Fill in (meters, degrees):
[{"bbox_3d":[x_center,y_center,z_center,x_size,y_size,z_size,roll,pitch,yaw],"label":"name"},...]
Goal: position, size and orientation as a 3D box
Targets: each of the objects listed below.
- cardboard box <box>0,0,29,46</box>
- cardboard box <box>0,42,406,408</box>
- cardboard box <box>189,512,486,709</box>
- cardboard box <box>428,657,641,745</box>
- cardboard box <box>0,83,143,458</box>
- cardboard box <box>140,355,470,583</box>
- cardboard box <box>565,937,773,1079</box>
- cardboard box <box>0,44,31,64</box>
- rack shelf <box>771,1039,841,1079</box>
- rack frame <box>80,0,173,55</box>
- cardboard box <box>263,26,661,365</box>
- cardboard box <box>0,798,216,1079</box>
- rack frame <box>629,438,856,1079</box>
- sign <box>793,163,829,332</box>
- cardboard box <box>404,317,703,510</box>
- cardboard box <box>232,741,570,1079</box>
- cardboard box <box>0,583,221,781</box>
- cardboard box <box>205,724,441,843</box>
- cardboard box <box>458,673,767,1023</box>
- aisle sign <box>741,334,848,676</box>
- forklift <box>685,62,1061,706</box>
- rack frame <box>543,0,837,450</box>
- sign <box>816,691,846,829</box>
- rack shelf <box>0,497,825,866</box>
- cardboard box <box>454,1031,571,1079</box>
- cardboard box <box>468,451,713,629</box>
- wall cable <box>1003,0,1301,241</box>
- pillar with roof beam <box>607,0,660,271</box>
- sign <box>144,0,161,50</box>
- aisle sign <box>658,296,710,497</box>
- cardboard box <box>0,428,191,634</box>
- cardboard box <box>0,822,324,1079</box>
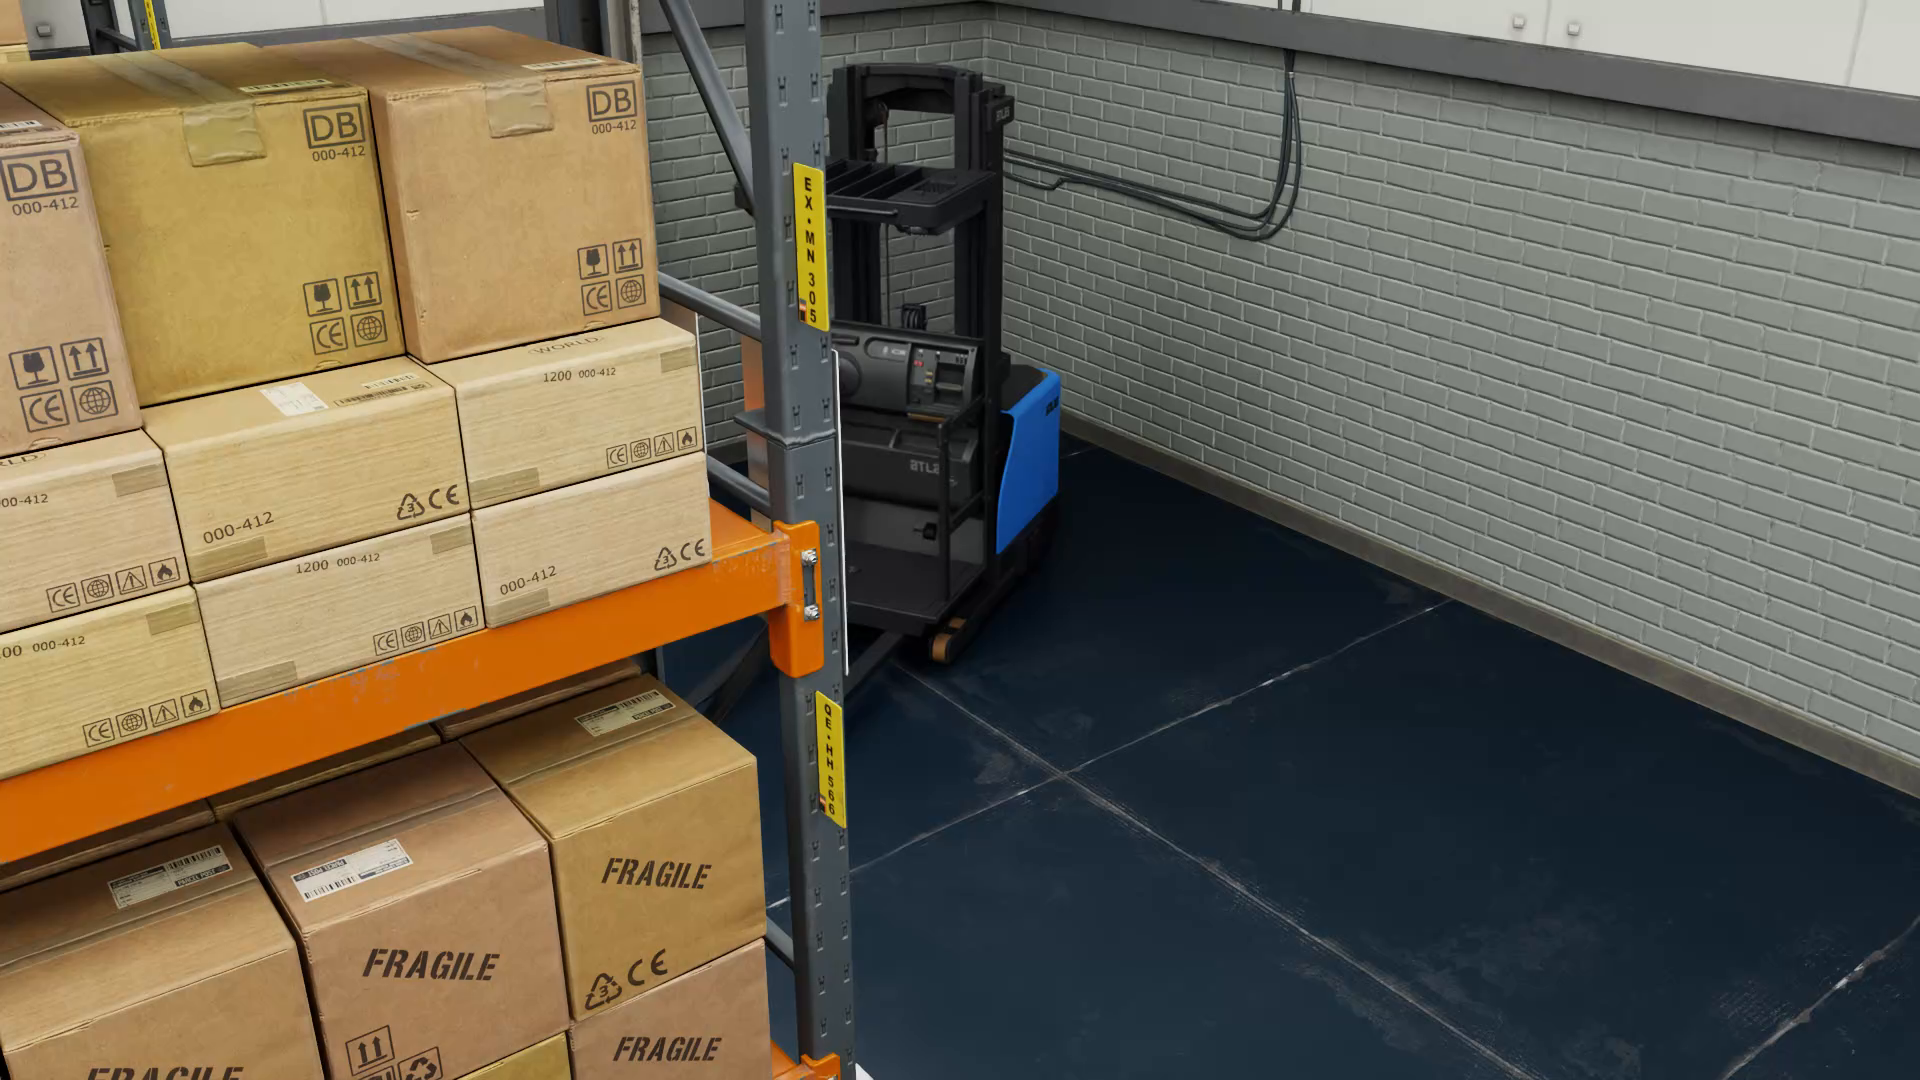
[{"bbox_3d":[-4.092,-2.240,6.619,0.500,0.500,0.500,-18,31,-34],"label":"cardboard box"},{"bbox_3d":[-1.465,-0.630,3.175,0.500,0.500,0.700,-18,31,-34],"label":"cardboard box"},{"bbox_3d":[-1.267,0.043,3.209,0.500,0.250,0.500,-18,31,-34],"label":"cardboard box"},{"bbox_3d":[-1.137,0.517,4.265,0.500,0.500,0.500,-17,30,-33],"label":"cardboard box"},{"bbox_3d":[-1.792,-0.465,2.819,0.500,0.500,0.700,-18,31,-34],"label":"cardboard box"},{"bbox_3d":[-1.265,-0.183,3.102,0.500,0.250,0.500,-18,31,-34],"label":"cardboard box"},{"bbox_3d":[-0.809,1.150,4.091,0.500,0.500,0.500,-17,30,-32],"label":"cardboard box"},{"bbox_3d":[-4.097,-1.902,6.782,0.500,0.250,0.500,-17,30,-33],"label":"cardboard box"},{"bbox_3d":[-2.199,1.834,3.589,4.000,0.370,1.077,-18,31,-34],"label":"rack shelf"},{"bbox_3d":[-3.684,-3.373,6.828,0.127,3.000,1.000,-18,31,-34],"label":"rack frame"},{"bbox_3d":[-1.019,-0.732,3.395,0.500,0.500,0.700,-18,31,-34],"label":"cardboard box"},{"bbox_3d":[-1.940,0.784,3.691,0.500,0.500,0.500,-18,30,-33],"label":"cardboard box"},{"bbox_3d":[-0.625,0.988,4.557,0.127,3.000,1.000,-18,31,-34],"label":"rack frame"},{"bbox_3d":[-0.298,-0.585,3.332,0.005,0.325,0.100,-18,31,-34],"label":"sign"},{"bbox_3d":[-0.872,-0.313,3.382,0.500,0.250,0.500,-18,31,-34],"label":"cardboard box"},{"bbox_3d":[-1.202,0.828,3.597,0.500,0.500,0.500,-17,30,-33],"label":"cardboard box"},{"bbox_3d":[-1.652,0.177,2.920,0.500,0.250,0.500,-18,31,-34],"label":"cardboard box"},{"bbox_3d":[-1.543,0.656,3.967,0.500,0.500,0.500,-18,30,-34],"label":"cardboard box"},{"bbox_3d":[-0.805,0.696,3.880,0.500,0.500,0.500,-19,31,-34],"label":"cardboard box"},{"bbox_3d":[-0.382,-0.107,3.829,0.004,0.787,0.394,-18,31,-34],"label":"aisle sign"},{"bbox_3d":[-0.431,-0.873,8.649,1.130,2.935,3.031,10,27,21],"label":"forklift"},{"bbox_3d":[-0.625,-1.733,3.294,0.127,3.000,1.000,-18,31,-34],"label":"rack frame"},{"bbox_3d":[-0.298,0.509,3.839,0.005,0.325,0.100,-18,31,-34],"label":"sign"},{"bbox_3d":[-2.199,0.474,2.958,4.000,0.370,1.077,-18,31,-34],"label":"rack shelf"},{"bbox_3d":[-1.215,1.286,3.798,0.500,0.500,0.500,-18,30,-34],"label":"cardboard box"},{"bbox_3d":[-0.866,-0.083,3.481,0.500,0.250,0.500,-18,31,-34],"label":"cardboard box"},{"bbox_3d":[0.987,-3.315,10.392,0.112,2.526,3.097,-18,31,-34],"label":"wall cable"},{"bbox_3d":[0.563,-2.935,5.884,0.400,9.000,9.100,-18,31,-34],"label":"pillar with roof beam"},{"bbox_3d":[-3.361,-2.195,6.895,0.005,0.325,0.100,-18,31,-34],"label":"sign"},{"bbox_3d":[-0.752,-0.306,4.258,0.004,0.787,0.394,-18,31,-34],"label":"aisle sign"},{"bbox_3d":[-1.661,-0.054,2.825,0.500,0.250,0.500,-18,31,-34],"label":"cardboard box"},{"bbox_3d":[-1.607,0.964,3.303,0.500,0.500,0.500,-17,30,-33],"label":"cardboard box"}]
